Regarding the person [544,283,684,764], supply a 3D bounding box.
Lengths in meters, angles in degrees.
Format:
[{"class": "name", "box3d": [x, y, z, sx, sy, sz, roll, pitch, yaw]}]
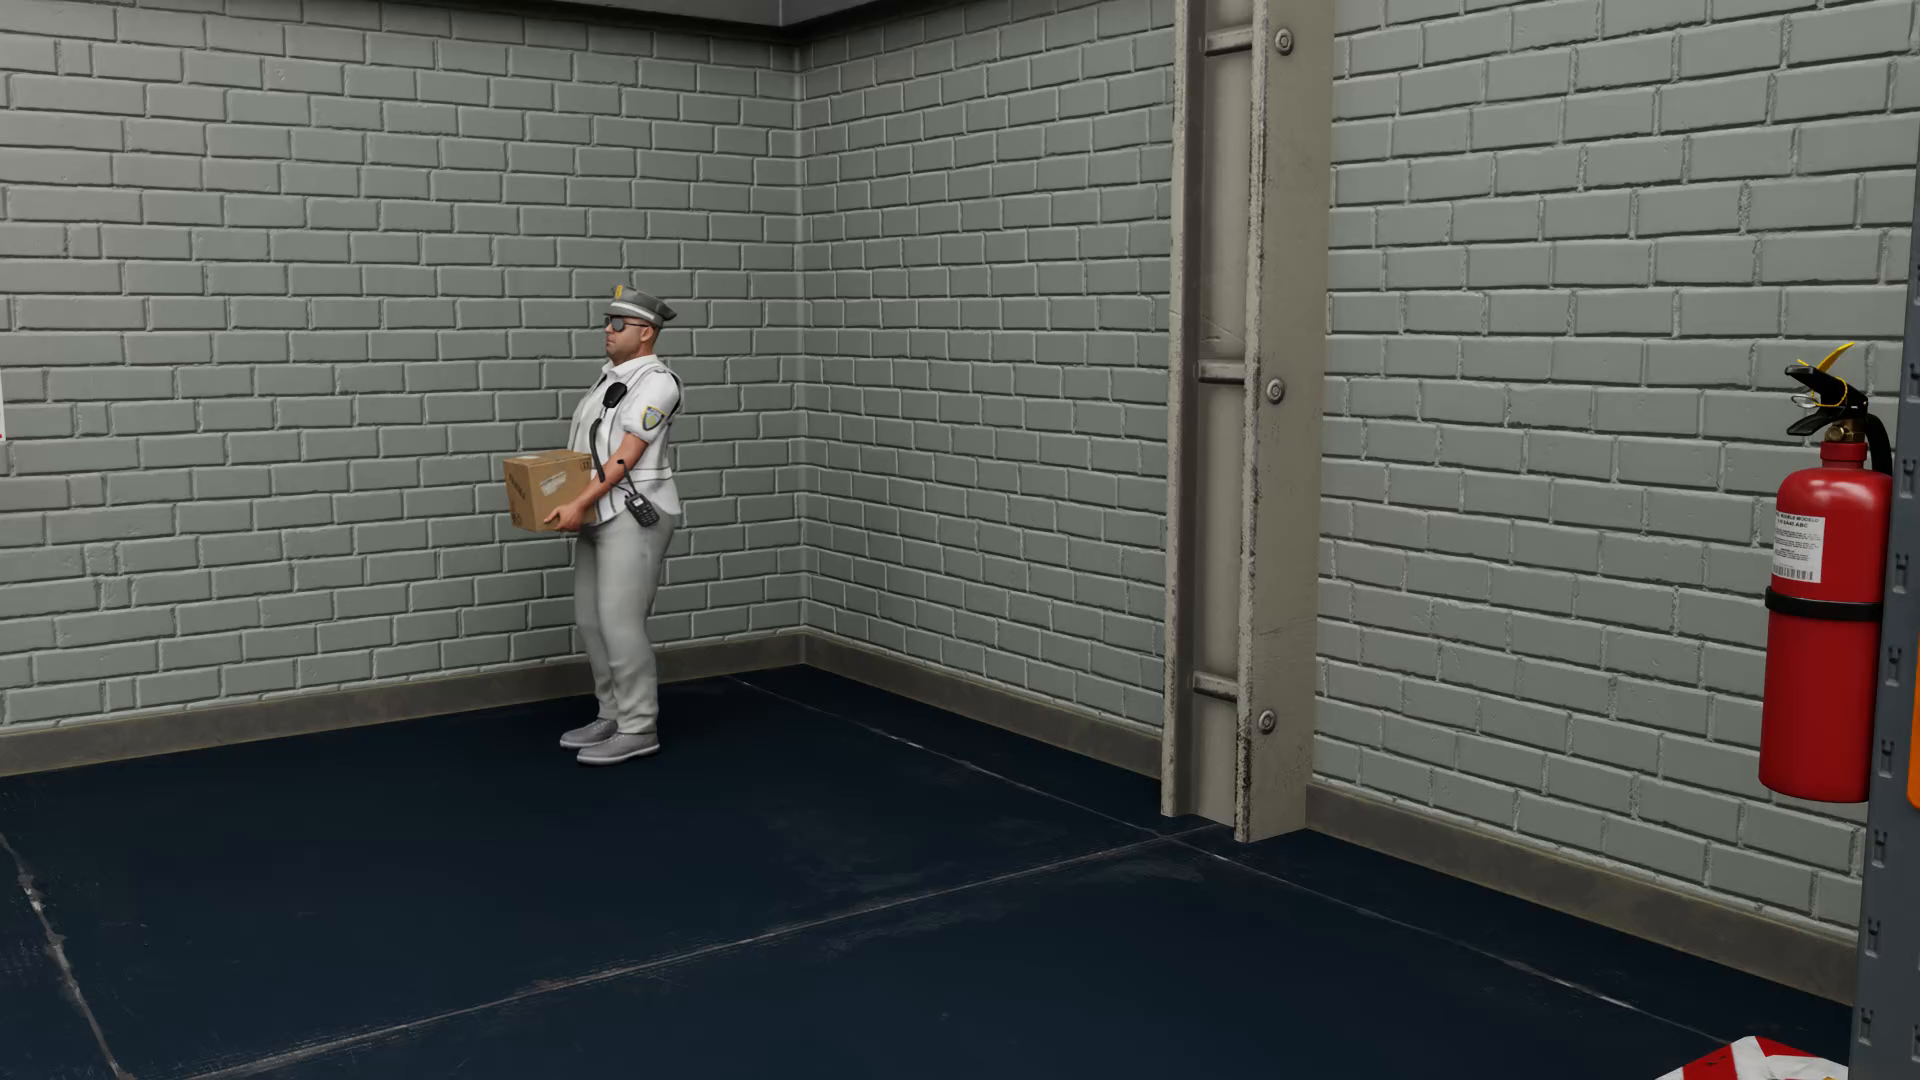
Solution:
[{"class": "person", "box3d": [-1.324, -0.067, 6.199, 0.566, 1.767, 0.493, -6, 9, -35]}]
